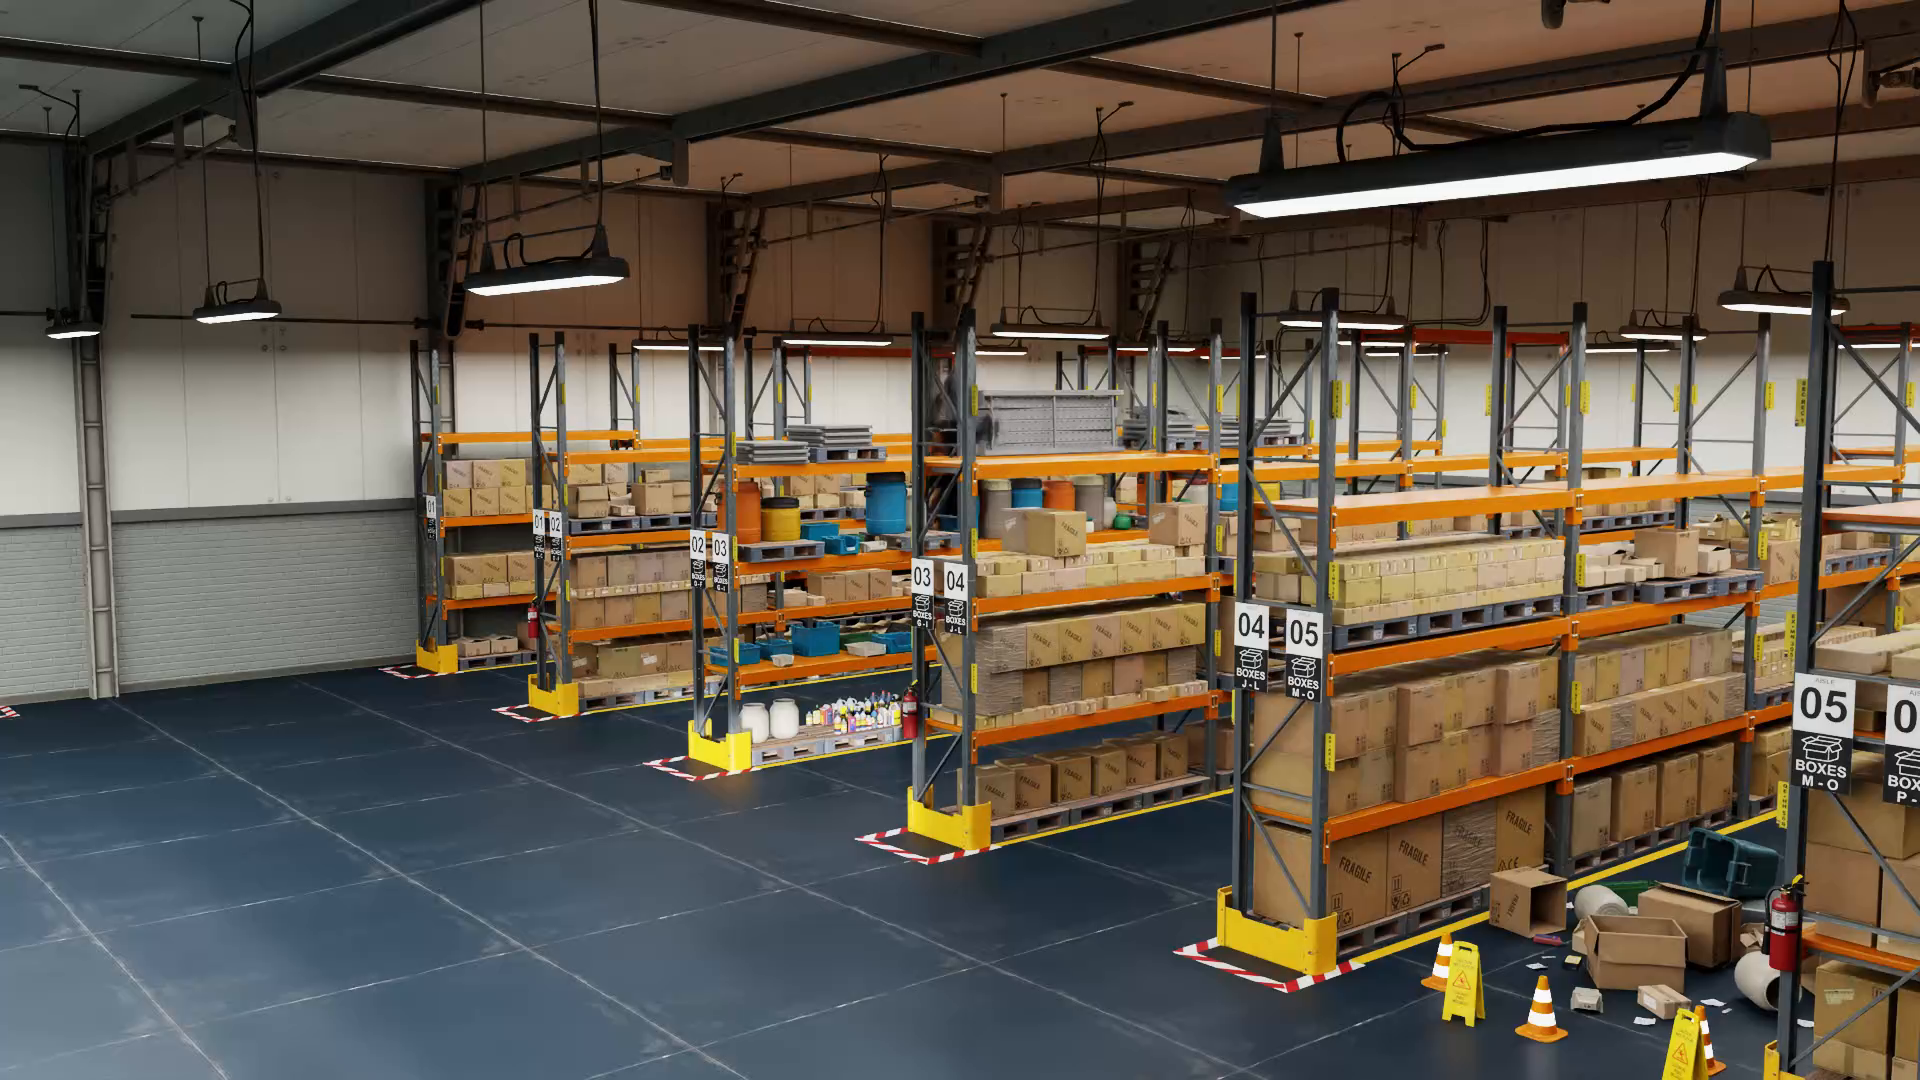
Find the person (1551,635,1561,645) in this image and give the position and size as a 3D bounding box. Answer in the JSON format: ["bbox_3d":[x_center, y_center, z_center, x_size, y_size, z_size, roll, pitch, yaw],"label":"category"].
[{"bbox_3d":[8.472,2.124,23.633,0.591,1.733,0.838,5,7,45],"label":"person"}]

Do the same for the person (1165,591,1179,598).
[{"bbox_3d":[4.177,1.284,32.504,0.661,1.777,0.922,5,7,40],"label":"person"}]
